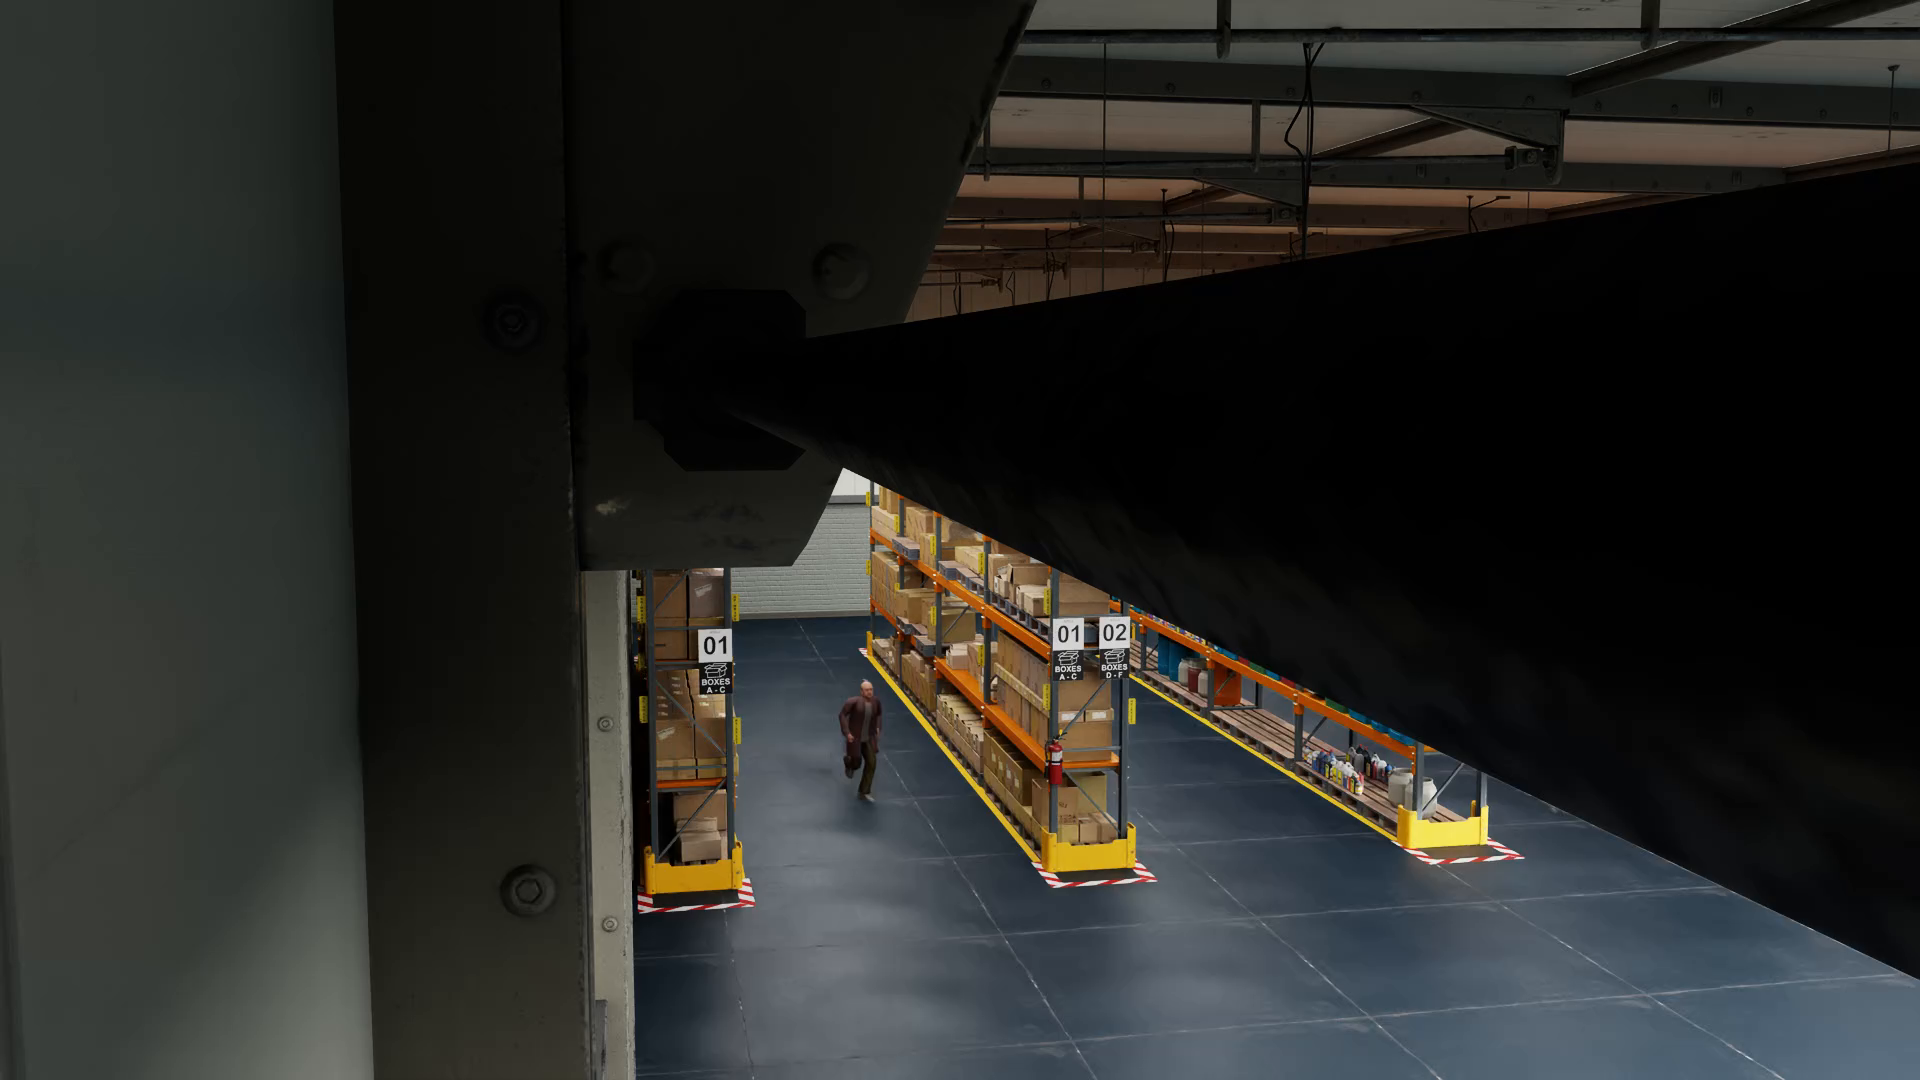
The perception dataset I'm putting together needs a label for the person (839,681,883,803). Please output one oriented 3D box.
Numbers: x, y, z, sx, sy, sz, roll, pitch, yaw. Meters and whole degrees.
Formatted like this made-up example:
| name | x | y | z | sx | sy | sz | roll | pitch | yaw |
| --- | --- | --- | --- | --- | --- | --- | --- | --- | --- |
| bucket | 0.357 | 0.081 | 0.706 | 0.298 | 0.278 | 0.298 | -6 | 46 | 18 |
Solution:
| name | x | y | z | sx | sy | sz | roll | pitch | yaw |
| --- | --- | --- | --- | --- | --- | --- | --- | --- | --- |
| person | -1.450 | 2.933 | 24.496 | 0.718 | 1.759 | 0.866 | -3 | 7 | -26 |
